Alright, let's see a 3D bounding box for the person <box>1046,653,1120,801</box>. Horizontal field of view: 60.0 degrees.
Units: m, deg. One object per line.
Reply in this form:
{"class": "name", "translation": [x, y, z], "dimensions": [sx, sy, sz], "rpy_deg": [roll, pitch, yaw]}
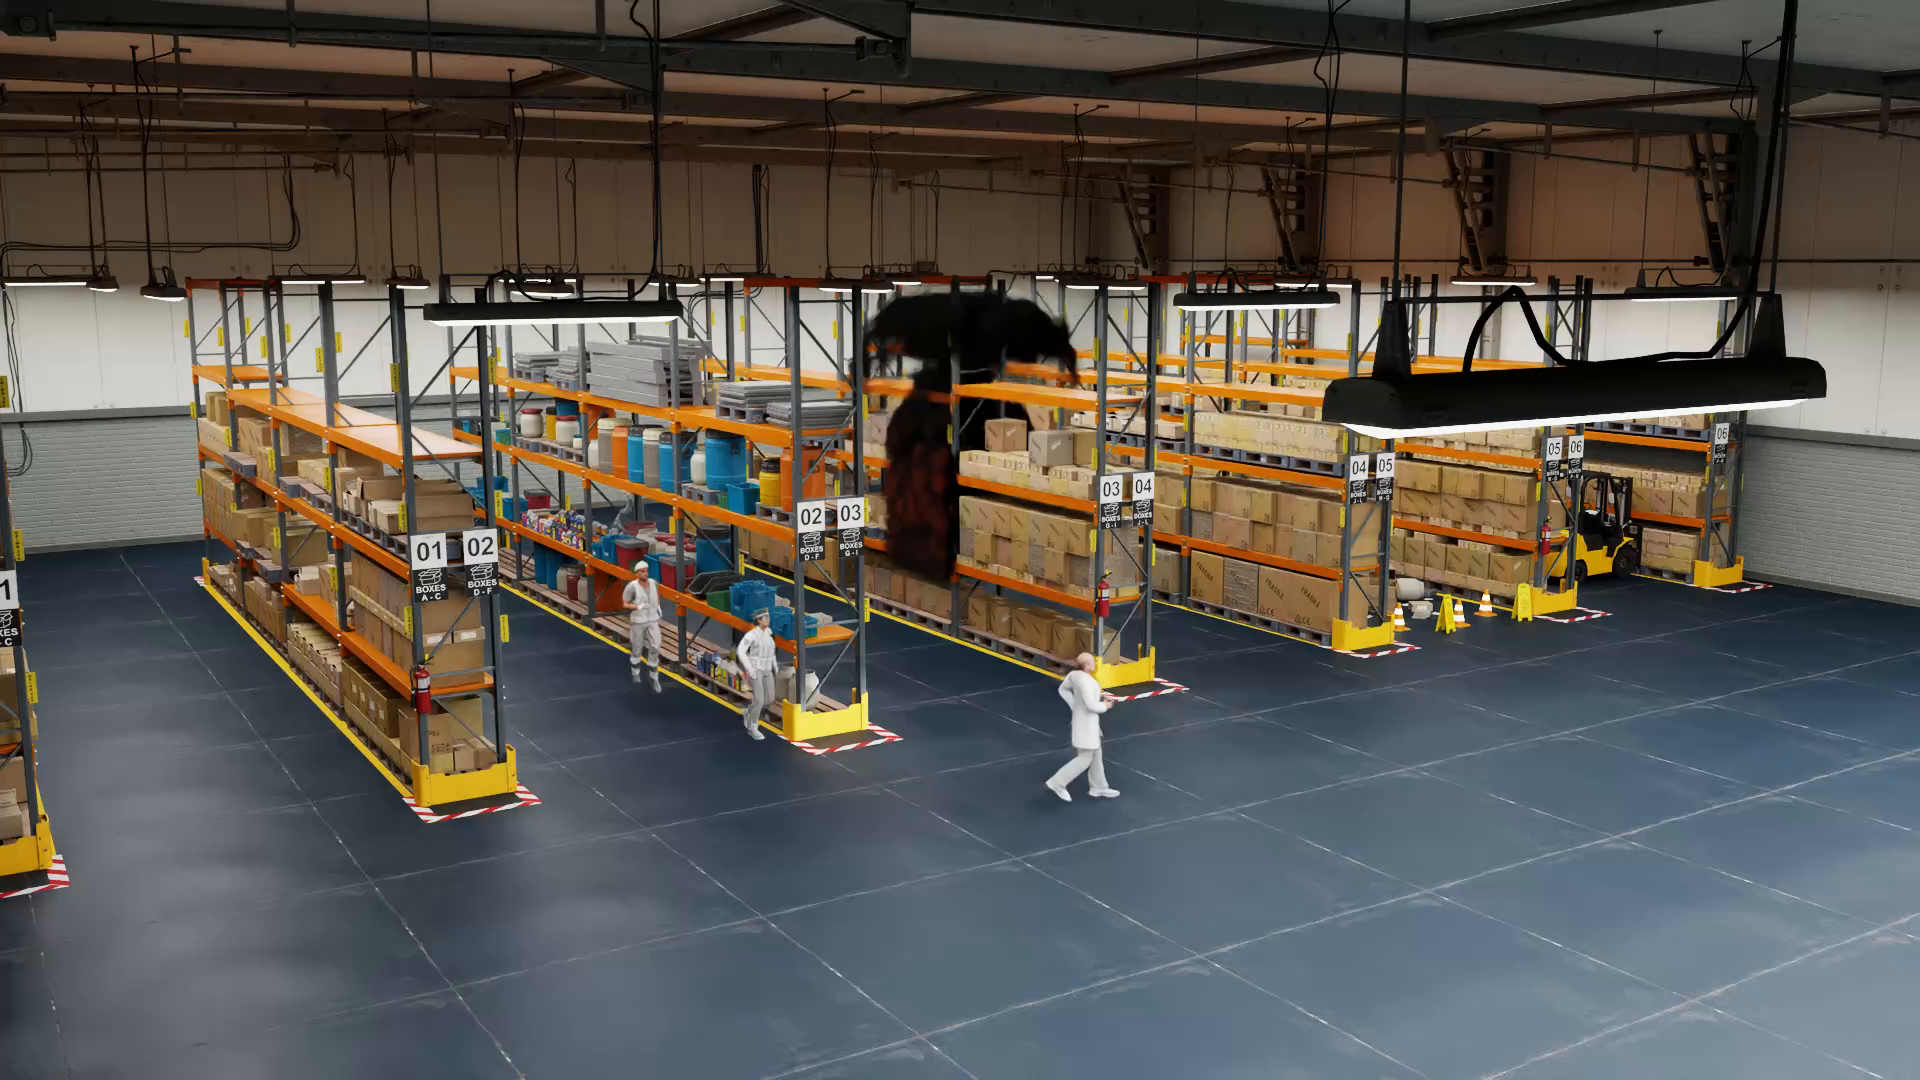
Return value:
{"class": "person", "translation": [1.458, 2.193, 19.526], "dimensions": [0.930, 1.780, 0.723], "rpy_deg": [-2, 10, -10]}

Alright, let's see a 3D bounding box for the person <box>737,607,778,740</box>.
{"class": "person", "translation": [-2.585, 1.686, 21.419], "dimensions": [0.467, 1.663, 0.666], "rpy_deg": [7, 12, 37]}

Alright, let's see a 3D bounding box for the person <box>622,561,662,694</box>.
{"class": "person", "translation": [-4.484, 1.238, 23.642], "dimensions": [0.665, 1.906, 0.749], "rpy_deg": [-6, 11, -32]}

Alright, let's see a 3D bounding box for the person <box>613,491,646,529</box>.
{"class": "person", "translation": [-7.671, -1.081, 38.970], "dimensions": [0.944, 1.780, 0.693], "rpy_deg": [-3, 10, -15]}
